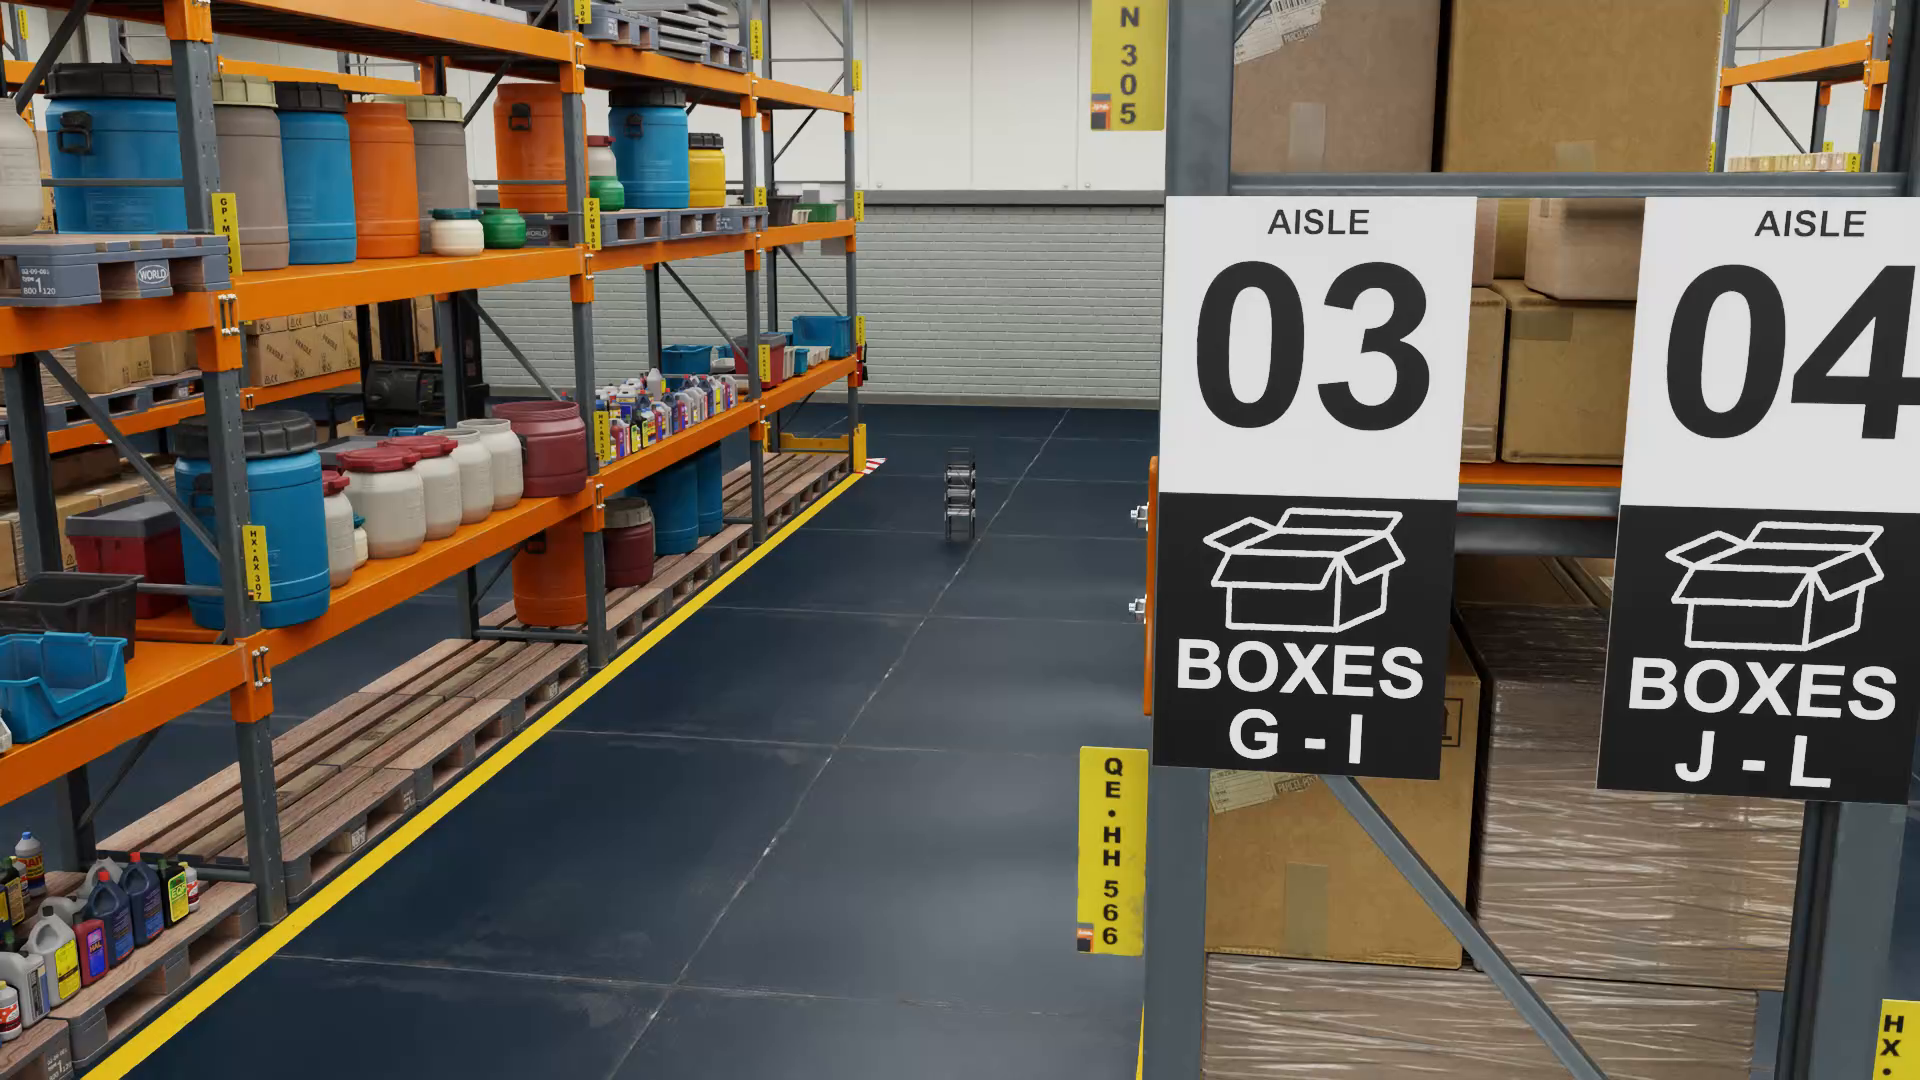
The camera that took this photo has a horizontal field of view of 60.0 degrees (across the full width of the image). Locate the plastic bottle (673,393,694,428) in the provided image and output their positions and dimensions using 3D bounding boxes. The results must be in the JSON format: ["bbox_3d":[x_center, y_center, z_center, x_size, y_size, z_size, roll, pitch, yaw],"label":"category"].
[{"bbox_3d":[-2.208,-1.040,13.252,0.152,0.276,0.135,2,12,9],"label":"plastic bottle"}]

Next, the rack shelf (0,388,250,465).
[{"bbox_3d":[-7.478,-0.844,13.754,1.077,0.370,4.000,2,12,9],"label":"rack shelf"}]

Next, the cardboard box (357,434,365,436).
[{"bbox_3d":[-6.571,-0.998,18.242,0.500,0.250,0.500,2,12,9],"label":"cardboard box"}]

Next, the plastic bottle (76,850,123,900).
[{"bbox_3d":[-3.464,1.433,6.724,0.144,0.351,0.185,2,12,9],"label":"plastic bottle"}]

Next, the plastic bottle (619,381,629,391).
[{"bbox_3d":[-2.825,-1.205,14.025,0.097,0.271,0.097,0,12,0],"label":"plastic bottle"}]

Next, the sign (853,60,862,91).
[{"bbox_3d":[-1.115,-5.044,18.061,0.100,0.325,0.005,2,12,9],"label":"sign"}]

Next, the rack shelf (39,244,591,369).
[{"bbox_3d":[-3.199,-1.317,8.826,1.077,0.370,4.000,2,12,9],"label":"rack shelf"}]

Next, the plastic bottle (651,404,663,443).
[{"bbox_3d":[-2.283,-0.880,12.489,0.061,0.283,0.133,2,12,9],"label":"plastic bottle"}]

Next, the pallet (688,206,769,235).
[{"bbox_3d":[-2.301,-2.659,13.794,1.213,0.211,1.003,2,12,9],"label":"pallet"}]

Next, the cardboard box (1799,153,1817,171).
[{"bbox_3d":[7.433,-3.232,14.231,0.380,0.149,0.250,1,12,6],"label":"cardboard box"}]

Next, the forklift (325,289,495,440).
[{"bbox_3d":[-5.009,-1.391,14.749,1.130,2.935,3.031,4,13,20],"label":"forklift"}]

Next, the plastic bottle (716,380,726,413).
[{"bbox_3d":[-2.074,-1.222,14.093,0.152,0.276,0.135,2,12,9],"label":"plastic bottle"}]

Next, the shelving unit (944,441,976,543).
[{"bbox_3d":[0.001,-0.442,15.163,0.258,0.900,0.210,2,12,9],"label":"shelving unit"}]

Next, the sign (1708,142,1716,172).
[{"bbox_3d":[7.582,-3.852,16.811,0.100,0.325,0.005,2,12,9],"label":"sign"}]

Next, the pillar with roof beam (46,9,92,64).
[{"bbox_3d":[-7.636,-5.988,21.674,9.100,9.000,0.400,2,12,9],"label":"pillar with roof beam"}]

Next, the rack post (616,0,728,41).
[{"bbox_3d":[-2.437,-4.172,13.429,0.937,0.300,0.954,2,12,8],"label":"rack post"}]

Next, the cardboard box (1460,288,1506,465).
[{"bbox_3d":[0.595,-0.294,2.730,0.500,0.250,0.500,2,12,10],"label":"cardboard box"}]

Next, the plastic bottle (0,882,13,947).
[{"bbox_3d":[-3.899,1.454,6.628,0.144,0.351,0.185,2,12,9],"label":"plastic bottle"}]

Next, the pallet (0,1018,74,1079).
[{"bbox_3d":[-3.837,1.971,5.604,1.003,0.211,1.213,2,12,9],"label":"pallet"}]

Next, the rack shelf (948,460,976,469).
[{"bbox_3d":[0.001,-0.673,15.113,0.258,0.077,0.200,2,12,9],"label":"rack shelf"}]

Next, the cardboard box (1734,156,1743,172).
[{"bbox_3d":[7.672,-3.607,15.970,0.380,0.149,0.250,2,12,9],"label":"cardboard box"}]

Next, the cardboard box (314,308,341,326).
[{"bbox_3d":[-6.662,-2.453,16.902,0.500,0.500,0.500,2,12,7],"label":"cardboard box"}]

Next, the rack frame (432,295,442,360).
[{"bbox_3d":[-6.555,-2.445,19.474,1.000,3.000,0.127,2,12,9],"label":"rack frame"}]

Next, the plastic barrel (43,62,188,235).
[{"bbox_3d":[-3.643,-1.610,7.290,0.600,0.901,0.708,2,12,9],"label":"plastic barrel"}]

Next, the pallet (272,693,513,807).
[{"bbox_3d":[-3.239,1.158,9.375,1.003,0.211,1.213,2,12,9],"label":"pallet"}]

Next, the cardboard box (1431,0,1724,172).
[{"bbox_3d":[1.267,-0.998,3.509,0.500,0.500,0.500,2,12,8],"label":"cardboard box"}]

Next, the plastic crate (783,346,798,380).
[{"bbox_3d":[-1.860,-1.734,16.316,0.437,0.282,0.530,2,12,9],"label":"plastic crate"}]

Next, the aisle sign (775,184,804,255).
[{"bbox_3d":[-1.944,-3.579,18.566,0.394,0.787,0.004,2,12,9],"label":"aisle sign"}]

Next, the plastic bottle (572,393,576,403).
[{"bbox_3d":[-2.961,-1.028,13.017,0.144,0.351,0.185,2,12,9],"label":"plastic bottle"}]

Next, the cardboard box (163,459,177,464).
[{"bbox_3d":[-6.963,-0.493,15.308,0.500,0.500,0.500,2,12,8],"label":"cardboard box"}]

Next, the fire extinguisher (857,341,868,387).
[{"bbox_3d":[-1.189,-2.080,18.851,0.296,0.674,0.183,2,12,9],"label":"fire extinguisher"}]

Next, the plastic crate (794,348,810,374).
[{"bbox_3d":[-1.724,-1.795,16.715,0.416,0.233,0.300,2,12,9],"label":"plastic crate"}]

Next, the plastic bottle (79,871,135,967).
[{"bbox_3d":[-3.351,1.478,6.517,0.144,0.351,0.185,1,12,6],"label":"plastic bottle"}]

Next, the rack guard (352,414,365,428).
[{"bbox_3d":[-6.567,-1.207,19.664,1.175,0.500,0.348,2,12,9],"label":"rack guard"}]

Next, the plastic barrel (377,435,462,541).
[{"bbox_3d":[-2.964,-0.287,9.138,0.433,0.535,0.433,0,12,0],"label":"plastic barrel"}]

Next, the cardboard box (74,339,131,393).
[{"bbox_3d":[-7.381,-1.497,13.840,0.700,0.500,0.500,-1,12,-6],"label":"cardboard box"}]

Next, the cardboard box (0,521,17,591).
[{"bbox_3d":[-7.433,0.142,12.360,0.500,0.500,0.500,2,12,11],"label":"cardboard box"}]

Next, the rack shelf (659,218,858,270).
[{"bbox_3d":[-1.969,-2.982,16.554,1.077,0.370,4.000,2,12,9],"label":"rack shelf"}]

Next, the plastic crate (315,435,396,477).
[{"bbox_3d":[-3.443,-0.323,9.477,0.402,0.464,0.583,2,12,9],"label":"plastic crate"}]

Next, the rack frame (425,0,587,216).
[{"bbox_3d":[-2.892,-3.551,10.366,1.000,3.000,0.127,2,12,9],"label":"rack frame"}]

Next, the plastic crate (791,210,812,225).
[{"bbox_3d":[-1.734,-3.183,16.404,0.437,0.136,0.530,2,12,9],"label":"plastic crate"}]

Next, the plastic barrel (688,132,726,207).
[{"bbox_3d":[-2.216,-3.018,13.570,0.600,0.588,0.600,0,12,0],"label":"plastic barrel"}]

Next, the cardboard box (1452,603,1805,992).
[{"bbox_3d":[1.126,0.419,2.869,0.500,0.500,0.500,2,12,9],"label":"cardboard box"}]

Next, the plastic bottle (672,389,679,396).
[{"bbox_3d":[-2.298,-1.087,13.477,0.097,0.271,0.097,0,12,0],"label":"plastic bottle"}]

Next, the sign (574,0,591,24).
[{"bbox_3d":[-2.347,-3.377,10.325,0.100,0.325,0.005,2,12,9],"label":"sign"}]

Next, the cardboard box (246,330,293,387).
[{"bbox_3d":[-6.823,-1.758,16.051,0.500,0.500,0.500,2,12,10],"label":"cardboard box"}]

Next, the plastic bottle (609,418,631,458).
[{"bbox_3d":[-2.435,-0.733,11.828,0.152,0.276,0.135,2,12,9],"label":"plastic bottle"}]

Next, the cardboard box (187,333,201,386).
[{"bbox_3d":[-7.347,-1.773,16.121,0.500,0.500,0.500,2,12,10],"label":"cardboard box"}]

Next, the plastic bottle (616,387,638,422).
[{"bbox_3d":[-2.716,-1.109,13.568,0.152,0.276,0.135,2,12,9],"label":"plastic bottle"}]

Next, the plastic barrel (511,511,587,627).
[{"bbox_3d":[-2.833,0.135,11.658,0.600,0.830,0.708,2,12,9],"label":"plastic barrel"}]
